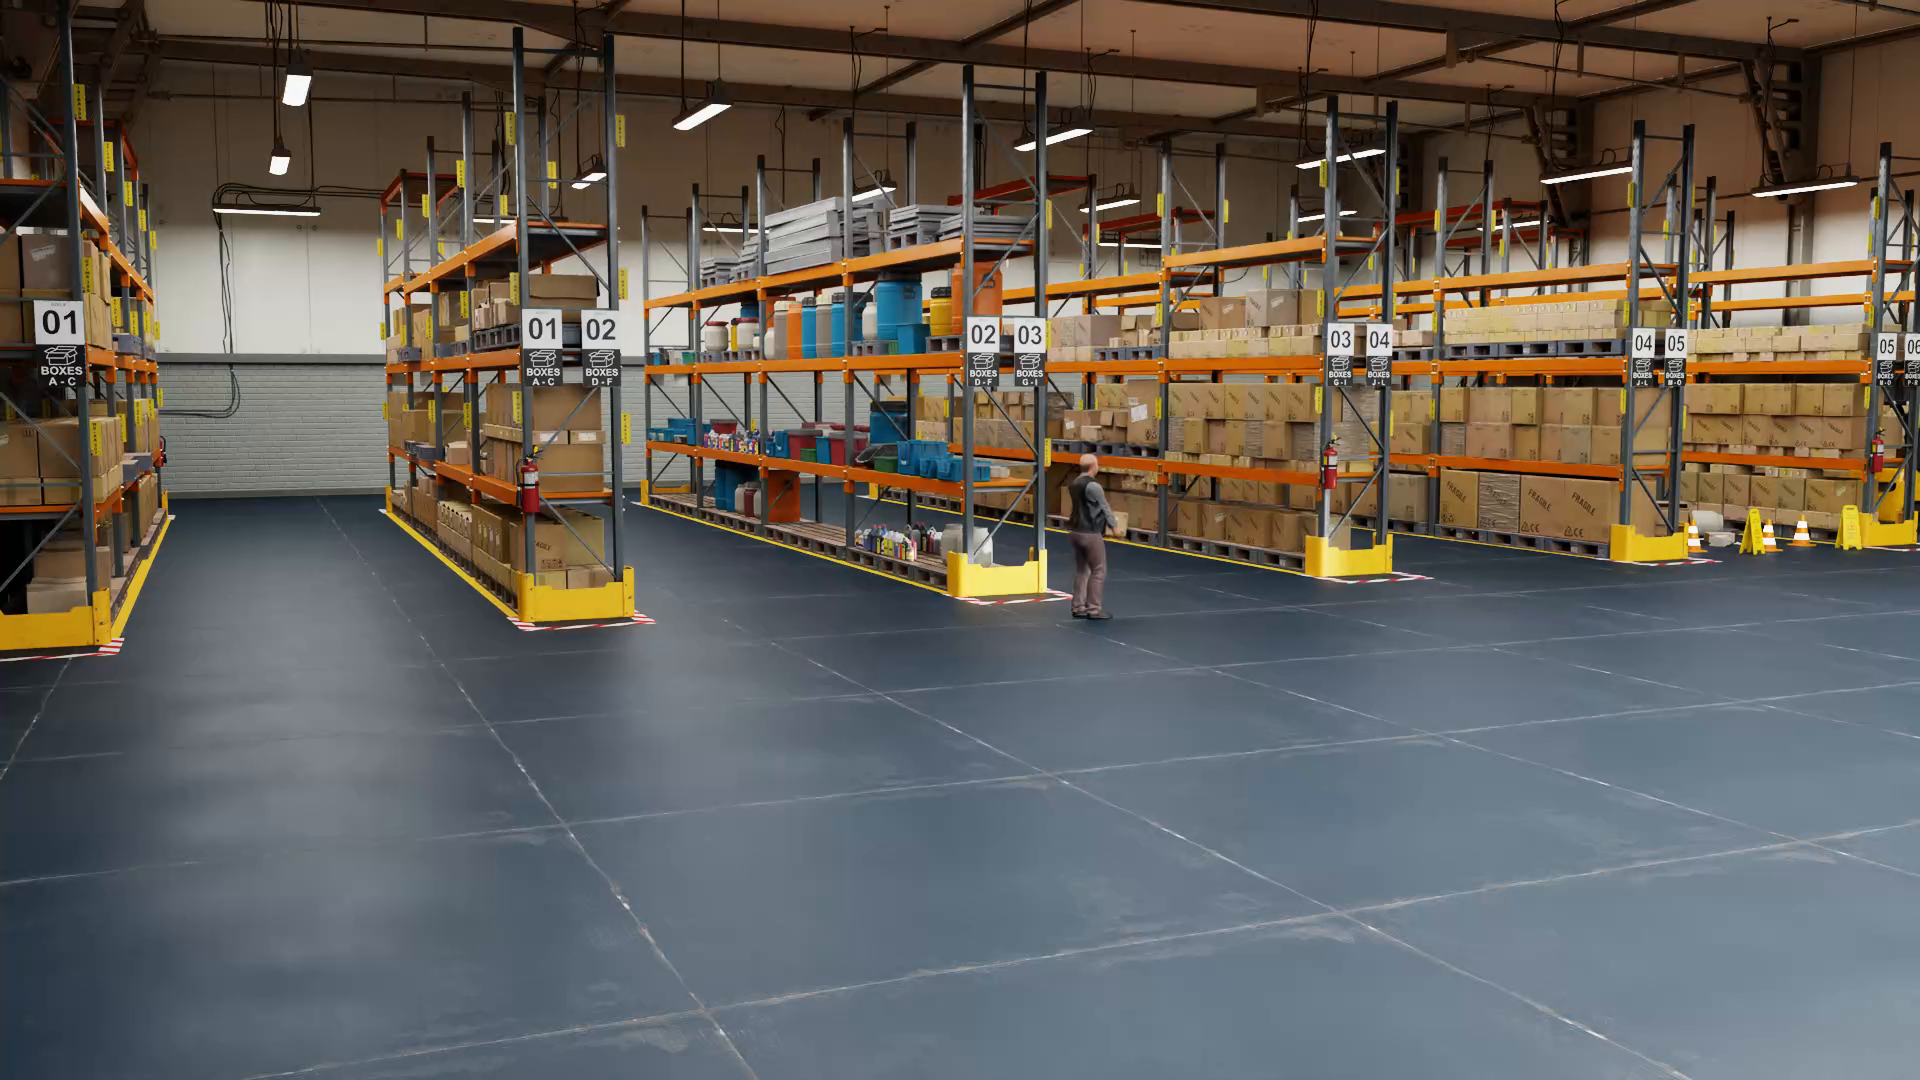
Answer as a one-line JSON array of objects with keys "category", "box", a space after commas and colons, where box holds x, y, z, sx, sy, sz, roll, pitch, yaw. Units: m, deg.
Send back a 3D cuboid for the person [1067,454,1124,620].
[{"category": "person", "box": [1.403, -0.043, 17.378, 0.554, 1.721, 0.495, -2, 6, -25]}]
